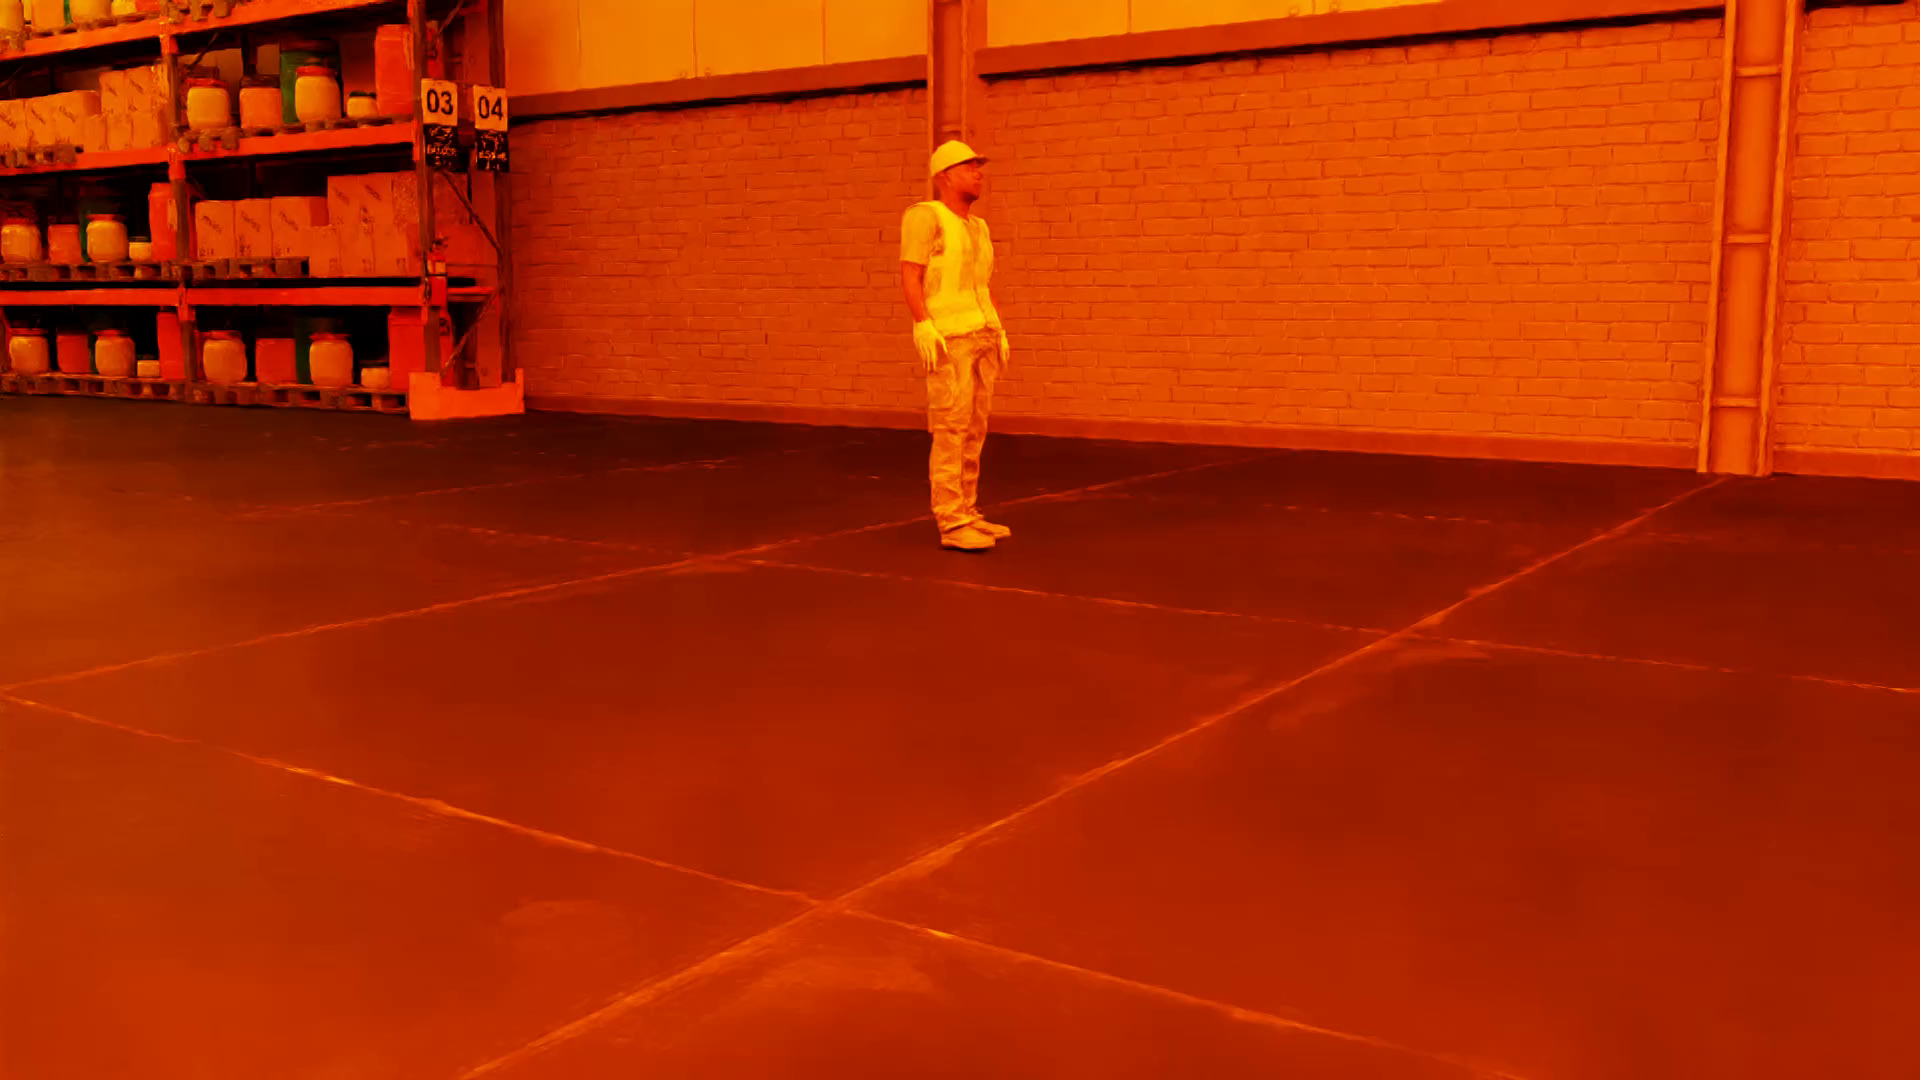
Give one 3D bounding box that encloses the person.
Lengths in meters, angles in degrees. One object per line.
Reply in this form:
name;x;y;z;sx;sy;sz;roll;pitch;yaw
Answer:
person;0.055;-0.883;7.431;0.576;1.782;0.655;5;10;34
